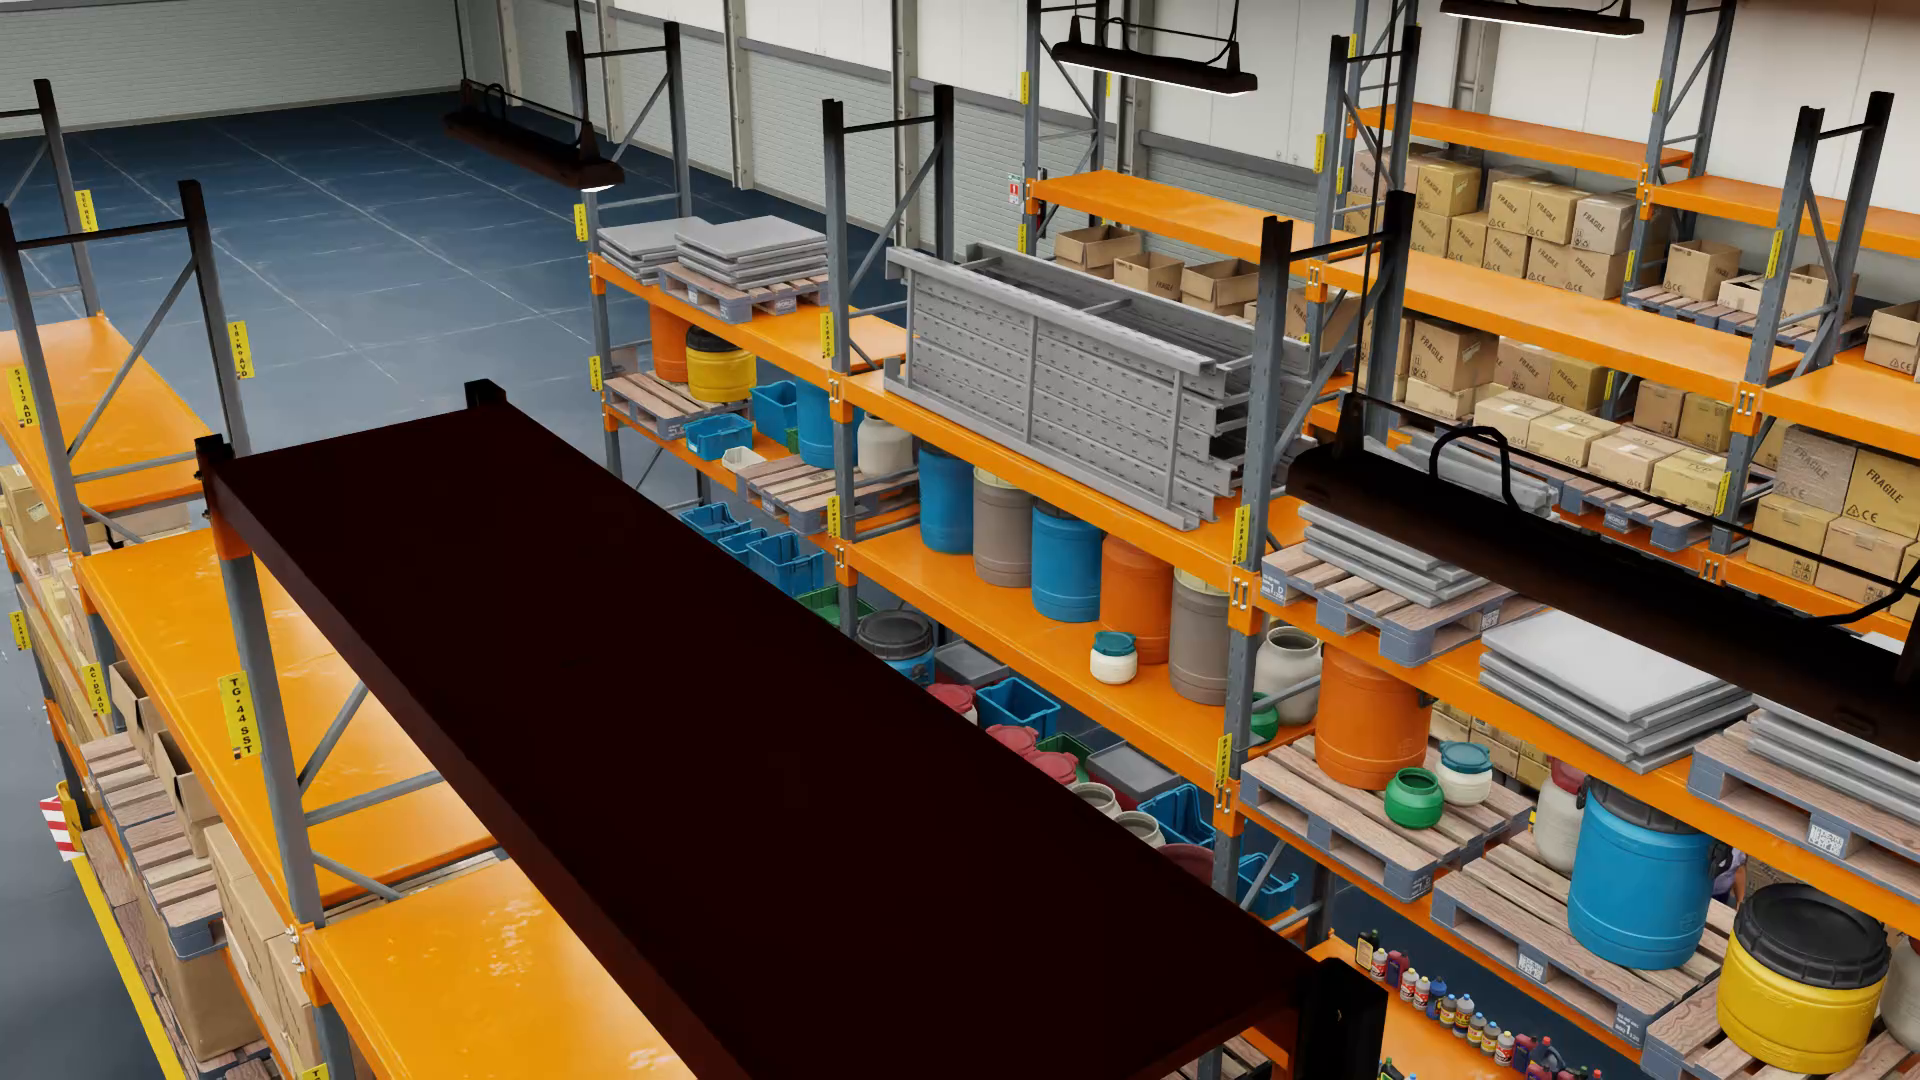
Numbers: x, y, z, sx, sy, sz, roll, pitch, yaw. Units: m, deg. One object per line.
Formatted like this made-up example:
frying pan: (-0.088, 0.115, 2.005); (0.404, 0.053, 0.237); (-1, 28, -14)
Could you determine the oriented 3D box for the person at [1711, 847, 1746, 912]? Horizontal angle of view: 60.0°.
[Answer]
person: (5.163, 2.525, 11.602); (0.537, 1.690, 0.408); (-3, 25, -7)
